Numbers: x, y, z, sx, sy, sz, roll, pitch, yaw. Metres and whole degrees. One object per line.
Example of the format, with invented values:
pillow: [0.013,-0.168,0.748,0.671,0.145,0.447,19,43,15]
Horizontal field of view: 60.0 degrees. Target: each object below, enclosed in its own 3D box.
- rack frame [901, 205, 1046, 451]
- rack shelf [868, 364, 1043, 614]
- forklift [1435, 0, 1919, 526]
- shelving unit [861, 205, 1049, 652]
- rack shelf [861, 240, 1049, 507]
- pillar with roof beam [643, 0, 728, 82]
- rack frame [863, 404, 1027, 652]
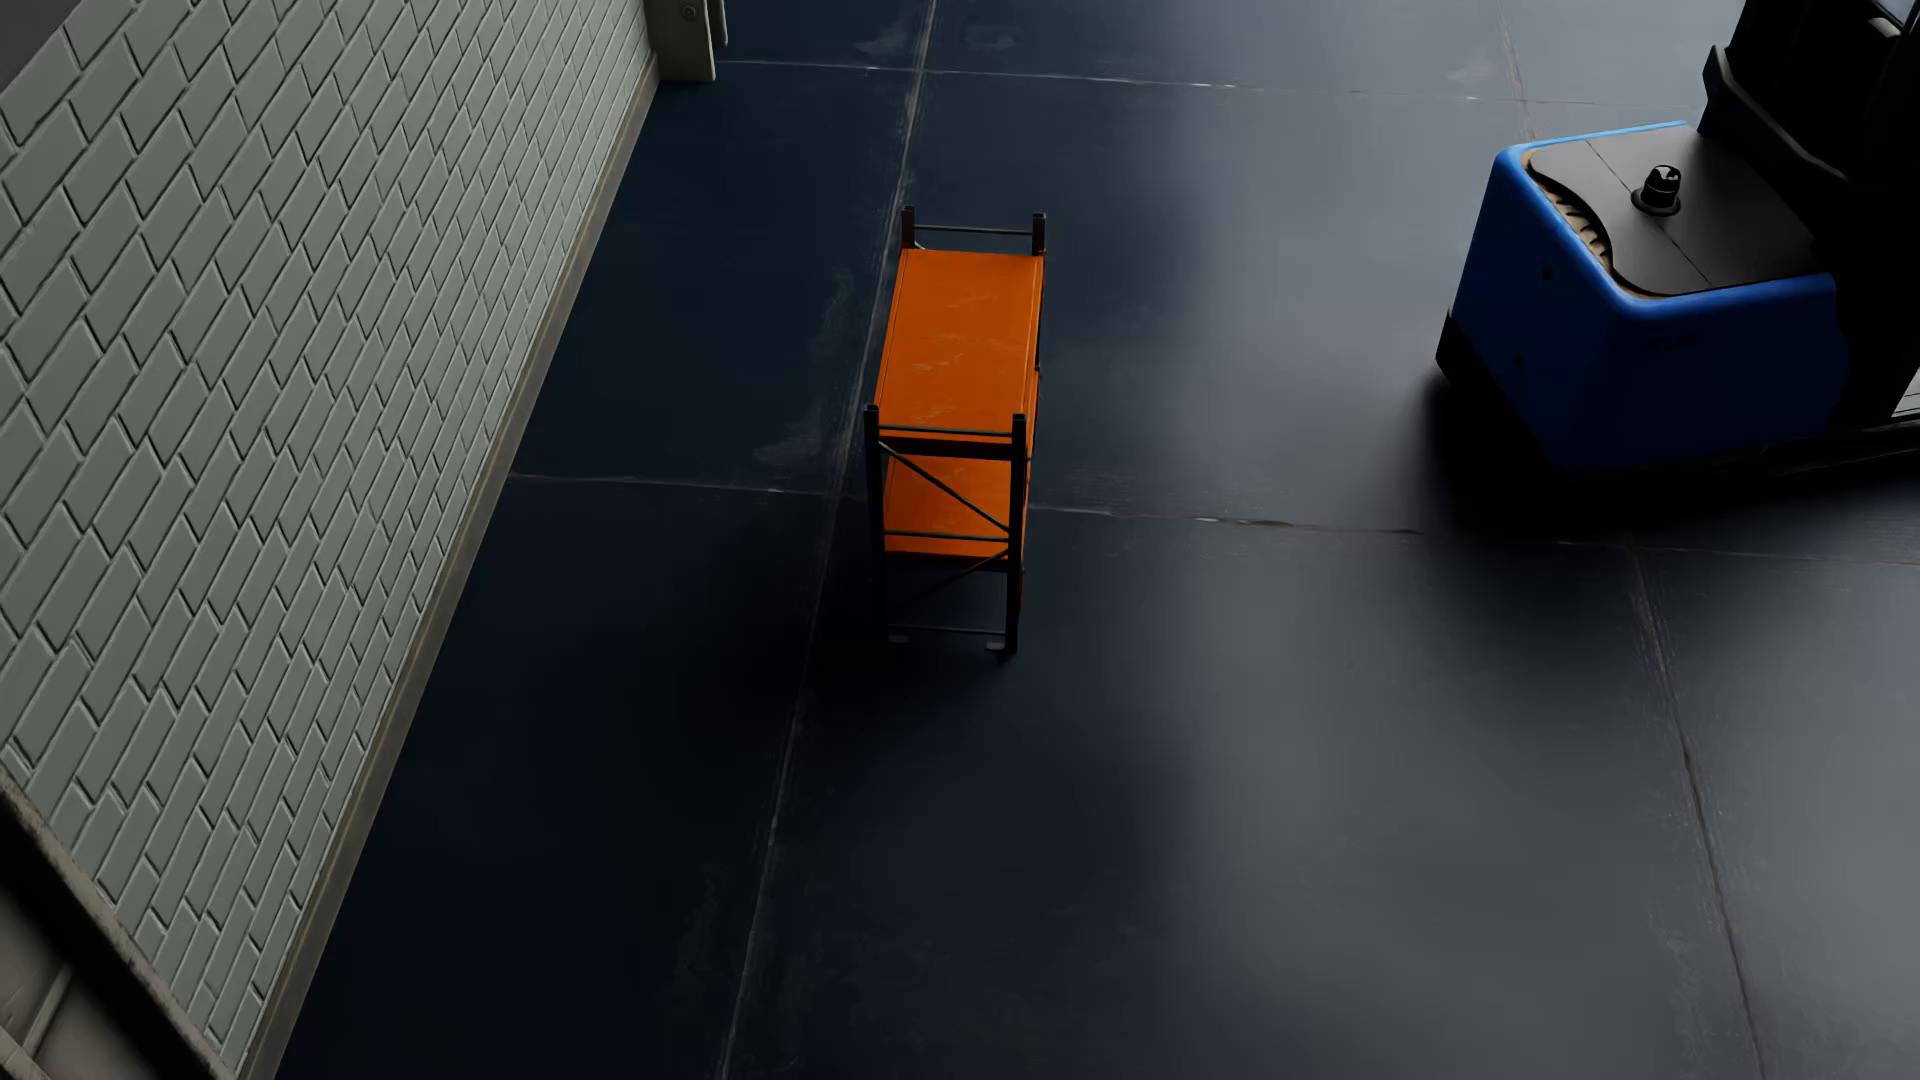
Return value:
rack frame: [0.047,-0.758,6.181,0.500,1.125,0.032,4,48,4]
rack shelf: [0.001,-0.220,6.020,0.538,0.278,1.000,4,48,4]
forklift: [3.527,-1.625,5.750,3.031,2.935,1.130,-10,48,-9]
shelving unit: [0.001,-0.385,5.839,0.538,1.125,1.048,4,48,4]
rack shelf: [0.001,-0.582,5.623,0.538,0.278,1.000,4,48,4]
pillar with roof beam: [2.914,-5.207,4.914,9.100,9.000,0.400,4,48,4]
rack frame: [-0.046,-0.011,5.498,0.500,1.125,0.032,4,48,4]
